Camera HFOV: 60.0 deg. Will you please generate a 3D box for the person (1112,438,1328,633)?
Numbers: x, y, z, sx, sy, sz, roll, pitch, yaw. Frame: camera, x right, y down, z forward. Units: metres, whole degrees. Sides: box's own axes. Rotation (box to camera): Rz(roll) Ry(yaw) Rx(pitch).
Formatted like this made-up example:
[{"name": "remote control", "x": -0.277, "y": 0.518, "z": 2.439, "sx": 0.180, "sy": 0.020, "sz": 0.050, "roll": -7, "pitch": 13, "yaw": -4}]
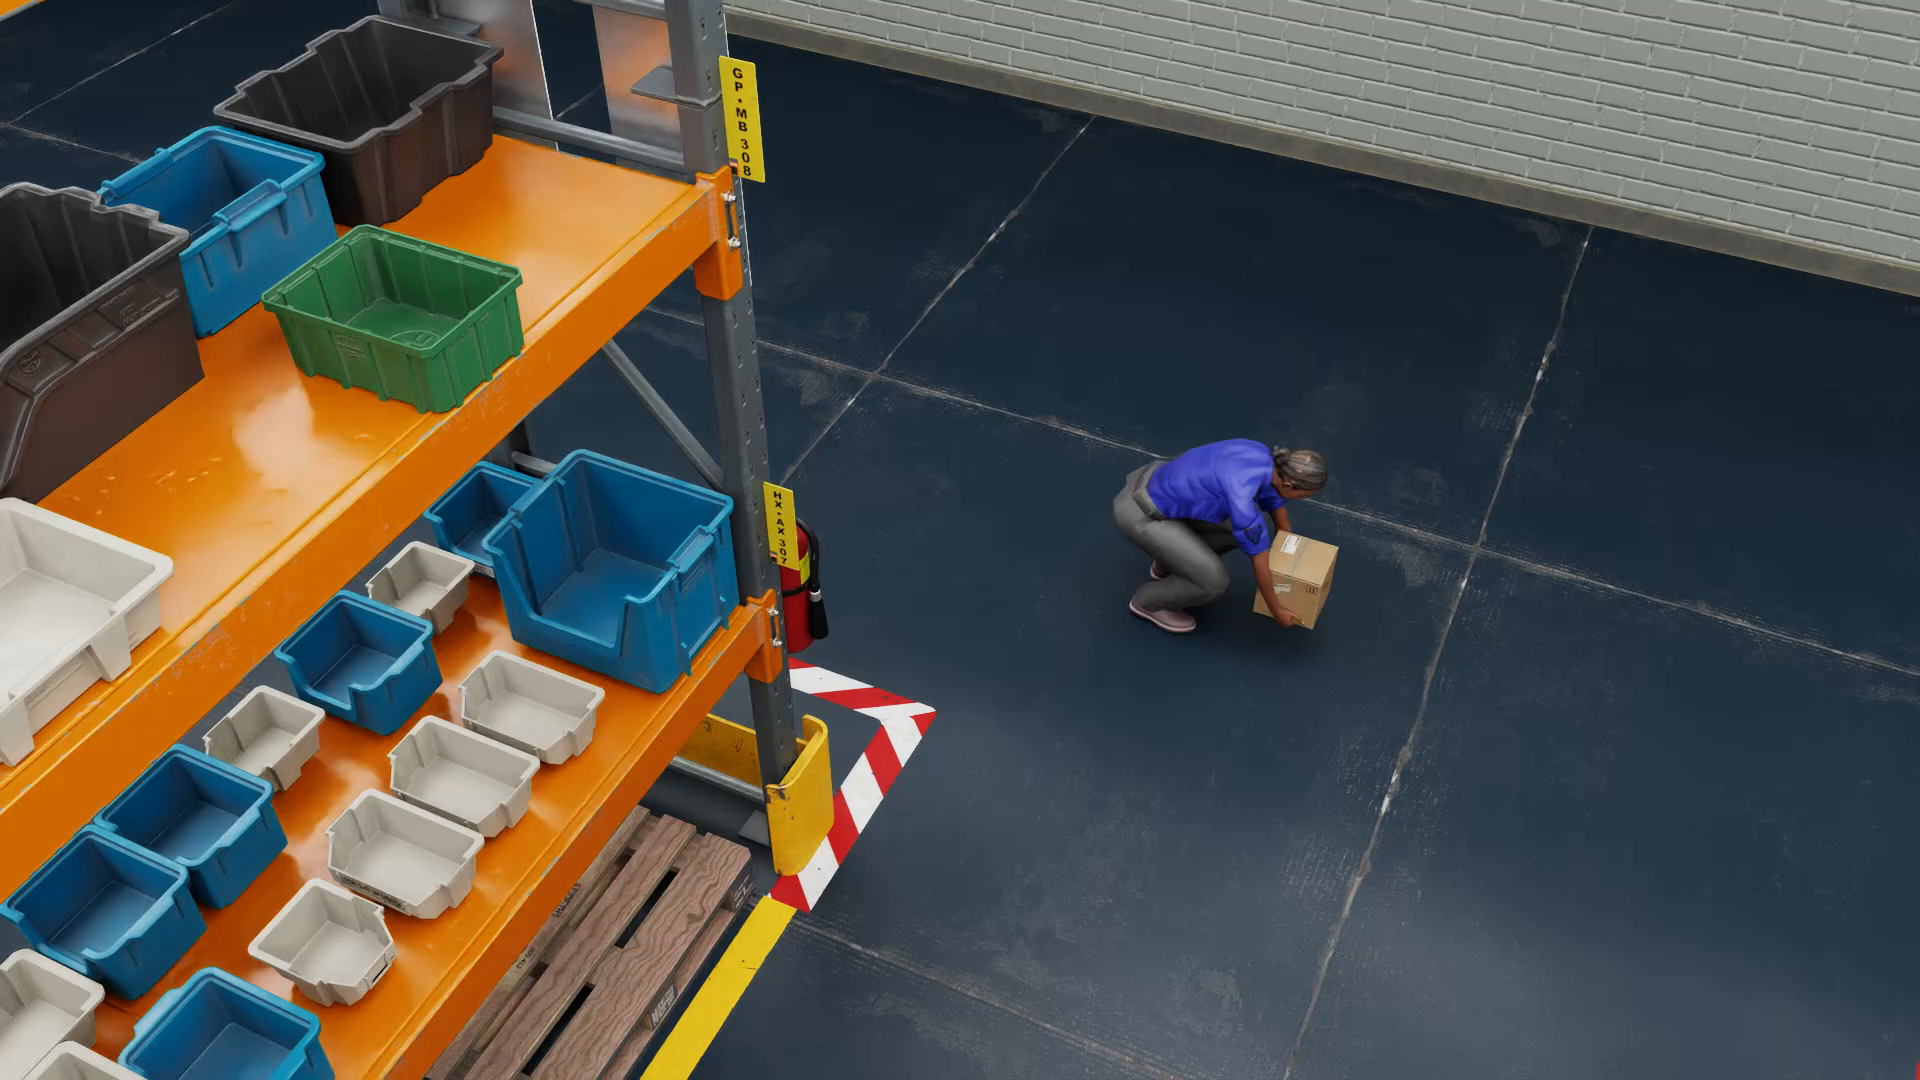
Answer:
[{"name": "person", "x": 1.055, "y": -0.042, "z": 6.756, "sx": 0.862, "sy": 0.936, "sz": 0.462, "roll": 16, "pitch": 45, "yaw": 17}]
